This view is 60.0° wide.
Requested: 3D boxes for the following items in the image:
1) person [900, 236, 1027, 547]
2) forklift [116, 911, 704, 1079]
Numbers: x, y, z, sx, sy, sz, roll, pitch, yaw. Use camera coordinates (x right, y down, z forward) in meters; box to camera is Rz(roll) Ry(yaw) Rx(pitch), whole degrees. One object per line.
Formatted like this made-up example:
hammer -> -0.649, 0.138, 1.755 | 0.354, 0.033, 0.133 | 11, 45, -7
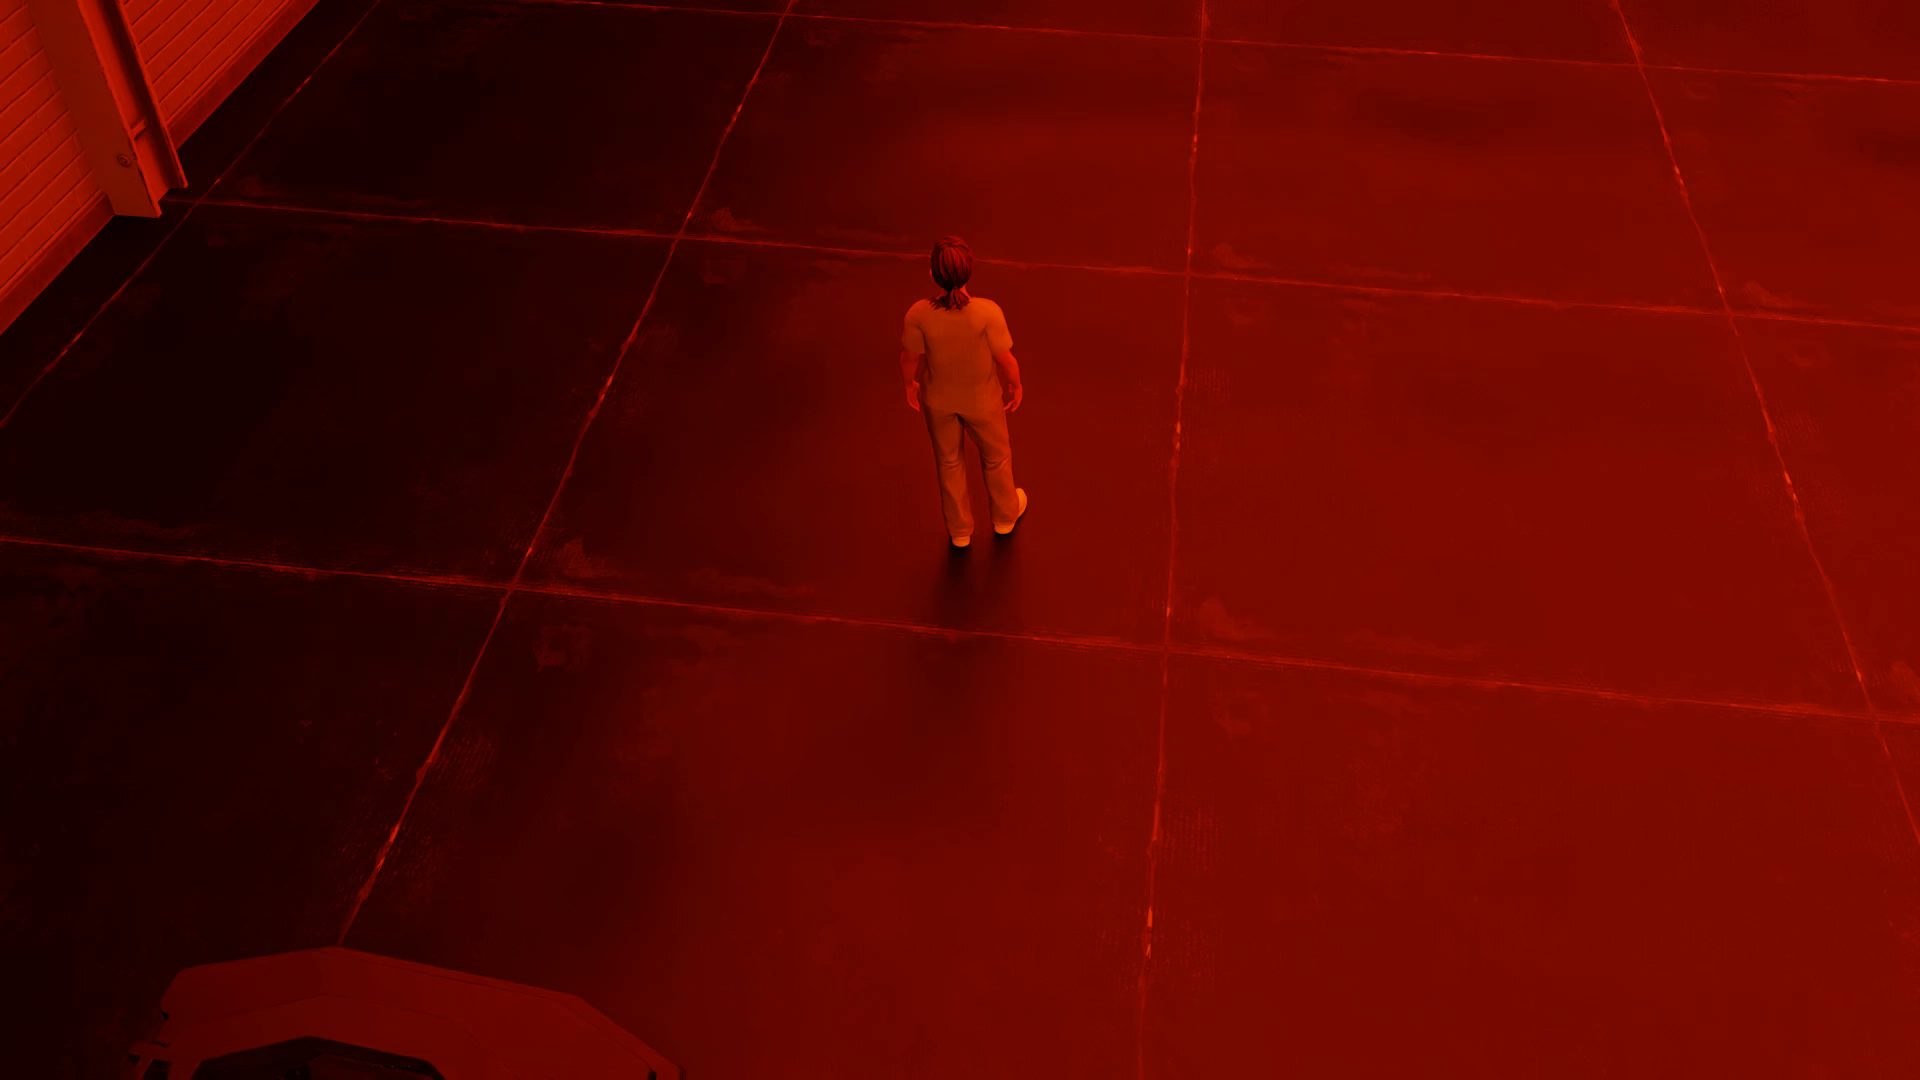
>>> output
person -> 0.024, -0.671, 7.372 | 0.549, 1.673, 0.548 | 5, 43, 6
forklift -> -1.060, 2.229, 3.298 | 1.130, 2.935, 3.031 | 9, 43, 9
